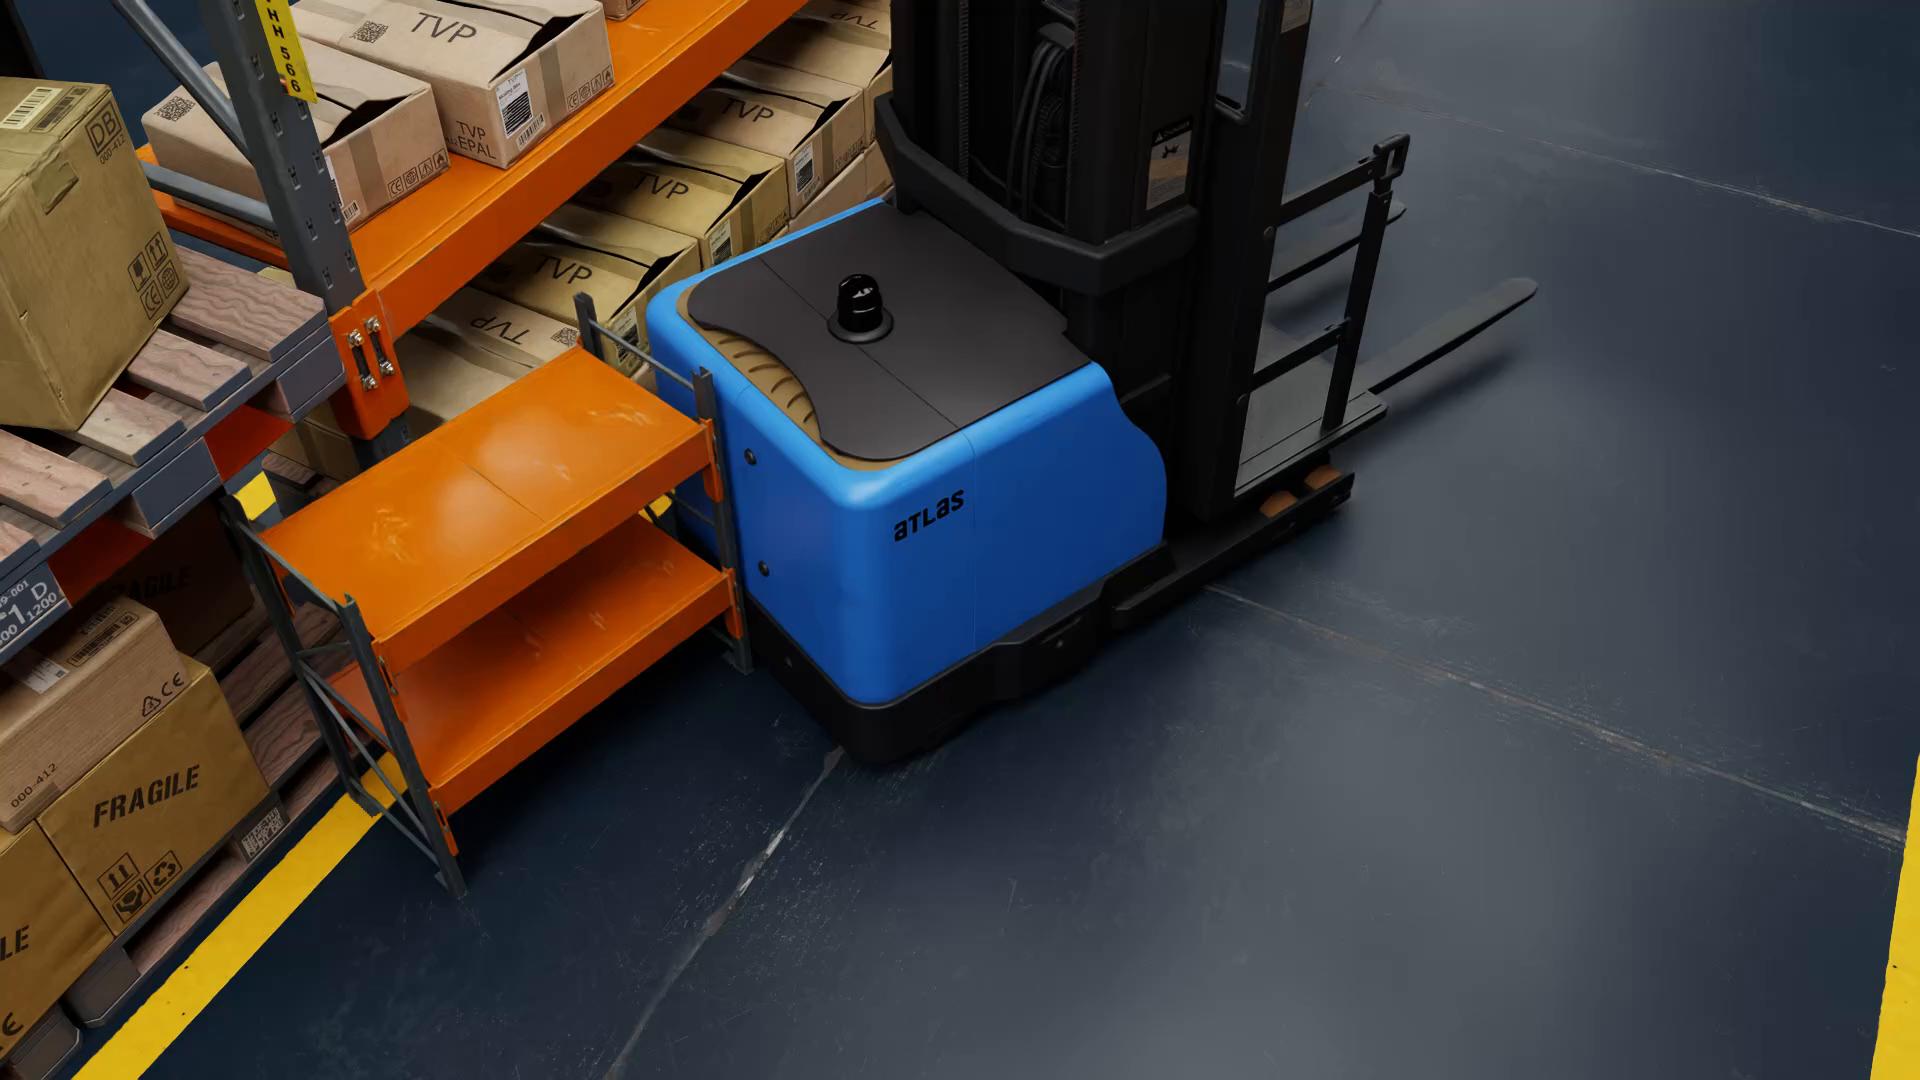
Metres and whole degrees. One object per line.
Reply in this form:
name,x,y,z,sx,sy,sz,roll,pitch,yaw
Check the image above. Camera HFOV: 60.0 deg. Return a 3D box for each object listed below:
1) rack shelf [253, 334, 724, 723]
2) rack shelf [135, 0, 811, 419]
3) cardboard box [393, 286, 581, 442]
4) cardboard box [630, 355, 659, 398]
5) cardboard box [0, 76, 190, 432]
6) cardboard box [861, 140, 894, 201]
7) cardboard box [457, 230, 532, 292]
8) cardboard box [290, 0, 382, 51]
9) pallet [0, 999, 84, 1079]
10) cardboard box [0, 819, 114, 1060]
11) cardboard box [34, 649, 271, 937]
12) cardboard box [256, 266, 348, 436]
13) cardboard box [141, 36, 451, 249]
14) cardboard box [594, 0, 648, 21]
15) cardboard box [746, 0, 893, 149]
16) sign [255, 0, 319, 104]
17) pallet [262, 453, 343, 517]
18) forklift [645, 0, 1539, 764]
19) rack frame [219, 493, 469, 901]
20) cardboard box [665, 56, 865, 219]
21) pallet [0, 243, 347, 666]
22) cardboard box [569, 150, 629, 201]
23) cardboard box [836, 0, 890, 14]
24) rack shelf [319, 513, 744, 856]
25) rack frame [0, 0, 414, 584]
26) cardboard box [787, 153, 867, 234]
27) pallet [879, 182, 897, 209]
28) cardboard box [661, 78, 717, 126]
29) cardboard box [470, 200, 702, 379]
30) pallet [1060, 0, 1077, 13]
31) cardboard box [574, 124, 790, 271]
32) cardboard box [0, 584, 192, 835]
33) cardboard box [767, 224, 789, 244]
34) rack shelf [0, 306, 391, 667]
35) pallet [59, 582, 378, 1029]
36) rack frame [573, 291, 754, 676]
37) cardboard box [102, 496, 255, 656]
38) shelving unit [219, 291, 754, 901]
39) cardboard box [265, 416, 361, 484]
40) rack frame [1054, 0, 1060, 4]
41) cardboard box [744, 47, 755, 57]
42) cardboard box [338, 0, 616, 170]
rack shelf,-1.141,-0.060,4.105,0.538,0.278,1.000,32,54,28
rack shelf,-0.961,-1.857,5.482,1.077,0.370,4.000,20,49,19
cardboard box,-1.387,-0.461,4.840,0.500,0.311,0.500,22,49,20
cardboard box,-1.154,-0.581,5.353,0.500,0.250,0.500,19,48,18
cardboard box,-2.082,-0.599,3.367,0.700,0.500,0.500,6,46,6
cardboard box,-0.442,-1.553,6.314,0.500,0.250,0.500,21,49,20
cardboard box,-1.629,-0.969,5.342,0.500,0.311,0.500,20,49,18
cardboard box,-1.717,-1.419,4.721,0.380,0.149,0.250,20,49,19
pallet,-2.837,1.354,3.764,1.003,0.211,1.213,20,49,19
cardboard box,-2.357,0.867,3.733,0.500,0.500,0.500,19,48,18
cardboard box,-2.116,0.541,4.055,0.500,0.500,0.500,22,49,21
cardboard box,-1.865,-0.639,5.017,0.500,0.311,0.500,22,49,20
cardboard box,-1.682,-1.033,4.225,0.500,0.311,0.500,23,50,21
cardboard box,-1.125,-1.948,4.996,0.500,0.500,0.500,18,48,17
cardboard box,-0.437,-1.755,6.119,0.500,0.311,0.500,20,49,19
sign,-1.405,-1.056,3.426,0.100,0.325,0.005,20,49,19
pallet,-1.473,-0.375,5.473,1.003,0.211,1.213,20,49,19
forklift,0.628,-1.291,4.466,3.031,2.935,1.130,-29,52,-26
rack frame,-1.479,0.416,4.047,0.500,1.125,0.032,32,54,28
cardboard box,-0.673,-1.439,5.807,0.500,0.311,0.500,20,49,19
pallet,-2.142,-0.332,3.604,1.213,0.211,1.003,20,49,19
cardboard box,-1.393,-1.286,5.656,0.500,0.311,0.500,20,49,19
cardboard box,-0.203,-2.068,6.429,0.500,0.311,0.500,22,49,20
rack shelf,-1.139,0.318,4.487,0.538,0.278,1.000,32,54,28
rack frame,-1.890,-0.850,3.981,1.000,3.000,0.127,20,49,19
cardboard box,-0.680,-1.233,5.998,0.500,0.250,0.500,21,49,20
pallet,-0.906,-1.141,6.229,1.003,0.211,1.213,20,49,19
cardboard box,-1.158,-1.601,5.967,0.500,0.311,0.500,22,49,20
cardboard box,-1.150,-0.795,5.170,0.500,0.311,0.500,19,48,18
pallet,0.373,-2.877,7.945,1.003,0.211,1.213,20,49,19
cardboard box,-0.911,-1.115,5.487,0.500,0.311,0.500,19,48,18
cardboard box,-2.139,0.314,3.752,0.500,0.250,0.500,22,49,21
cardboard box,-0.918,-0.910,5.679,0.500,0.250,0.500,19,48,18
rack shelf,-2.818,0.663,2.992,1.077,0.370,4.000,20,49,19
pallet,-2.270,0.588,4.520,1.003,0.211,1.213,20,49,19
rack frame,-0.801,-0.124,4.579,0.500,1.125,0.032,32,54,28
cardboard box,-2.354,0.066,4.523,0.500,0.500,0.500,22,49,21
shelving unit,-1.140,0.146,4.313,0.538,1.125,1.048,32,54,28
cardboard box,-1.862,-0.443,5.217,0.500,0.250,0.500,22,49,20
rack frame,-0.033,-3.370,6.471,1.000,3.000,0.127,20,49,19
cardboard box,-0.922,-1.930,6.292,0.500,0.311,0.500,19,48,18
cardboard box,-1.303,-1.318,4.506,0.500,0.311,0.500,20,49,19
